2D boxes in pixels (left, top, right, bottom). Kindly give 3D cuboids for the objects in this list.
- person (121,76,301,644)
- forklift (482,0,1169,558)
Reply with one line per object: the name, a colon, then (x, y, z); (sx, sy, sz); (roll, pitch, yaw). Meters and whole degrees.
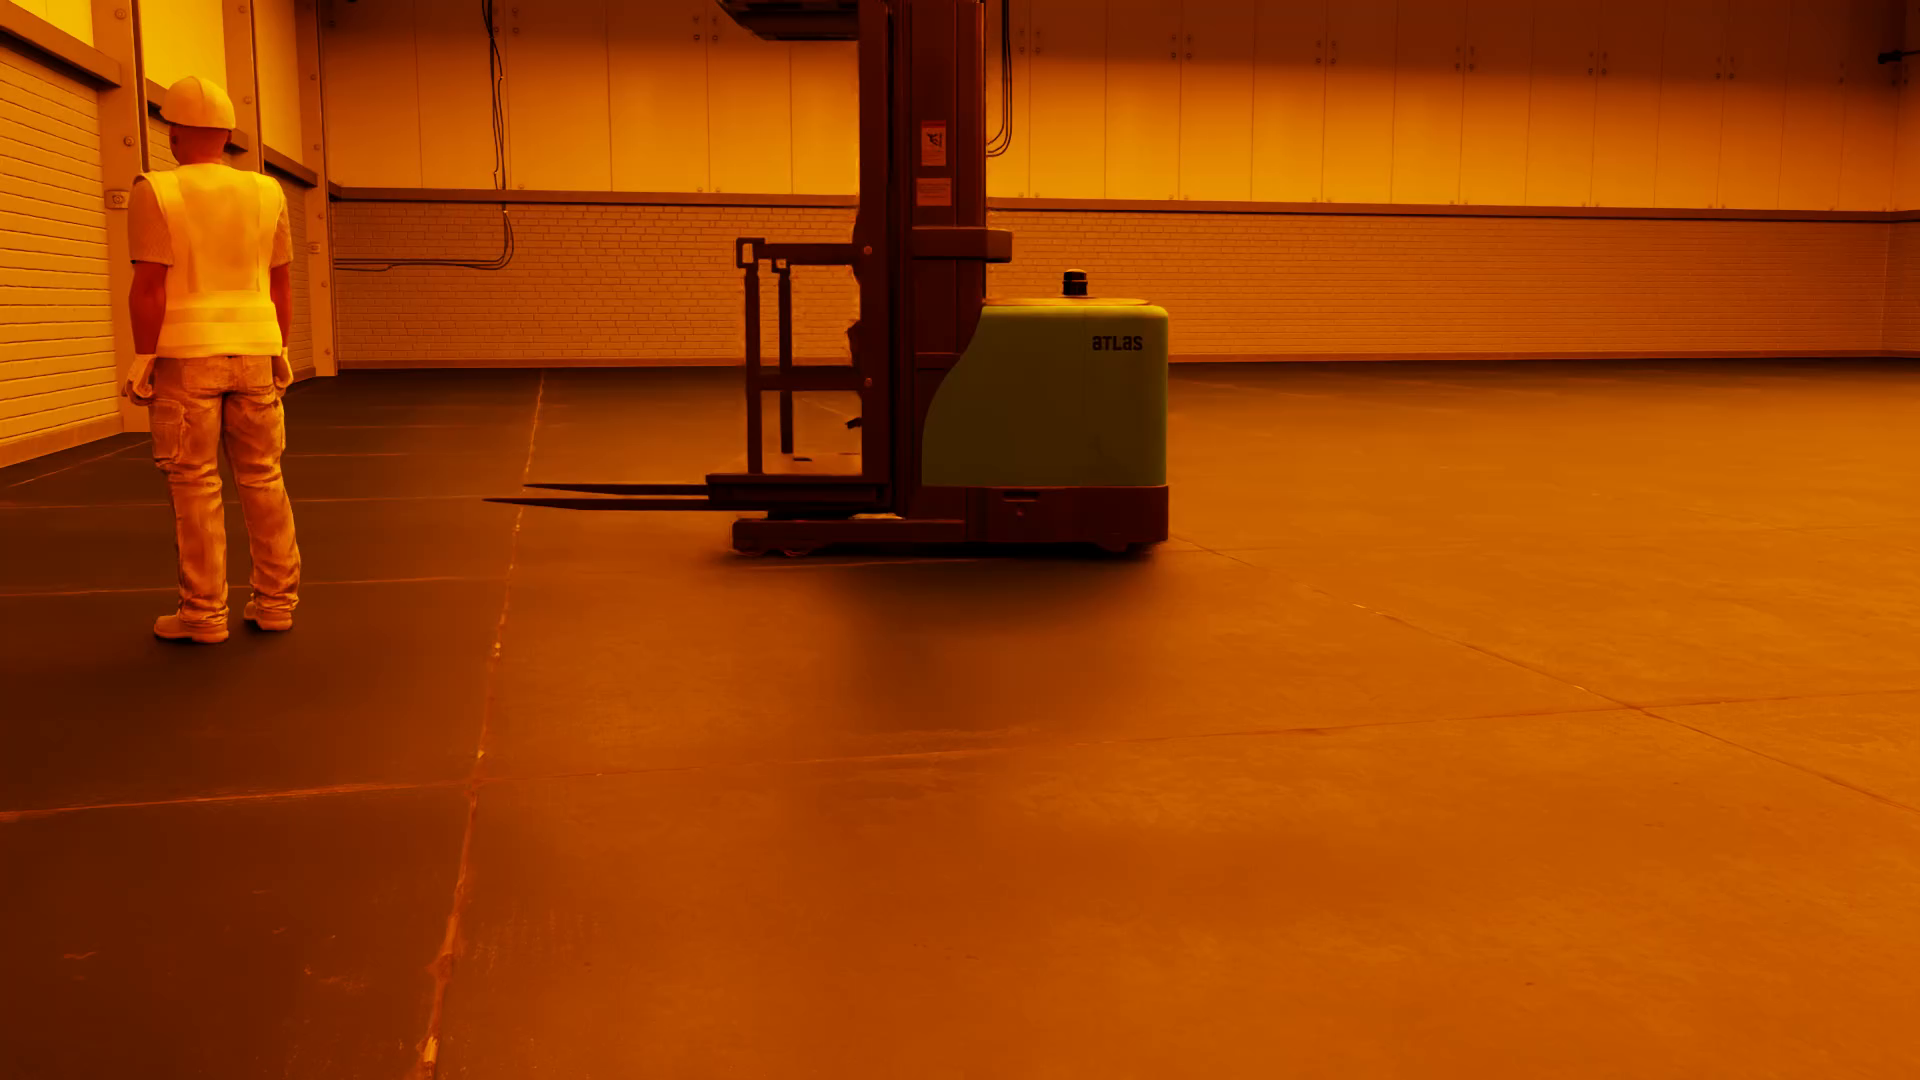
person: (-2.429, -0.574, 5.369); (0.385, 1.789, 0.542); (6, 10, 37)
forklift: (-0.599, -1.449, 7.484); (3.031, 2.935, 1.130); (0, 8, 2)
